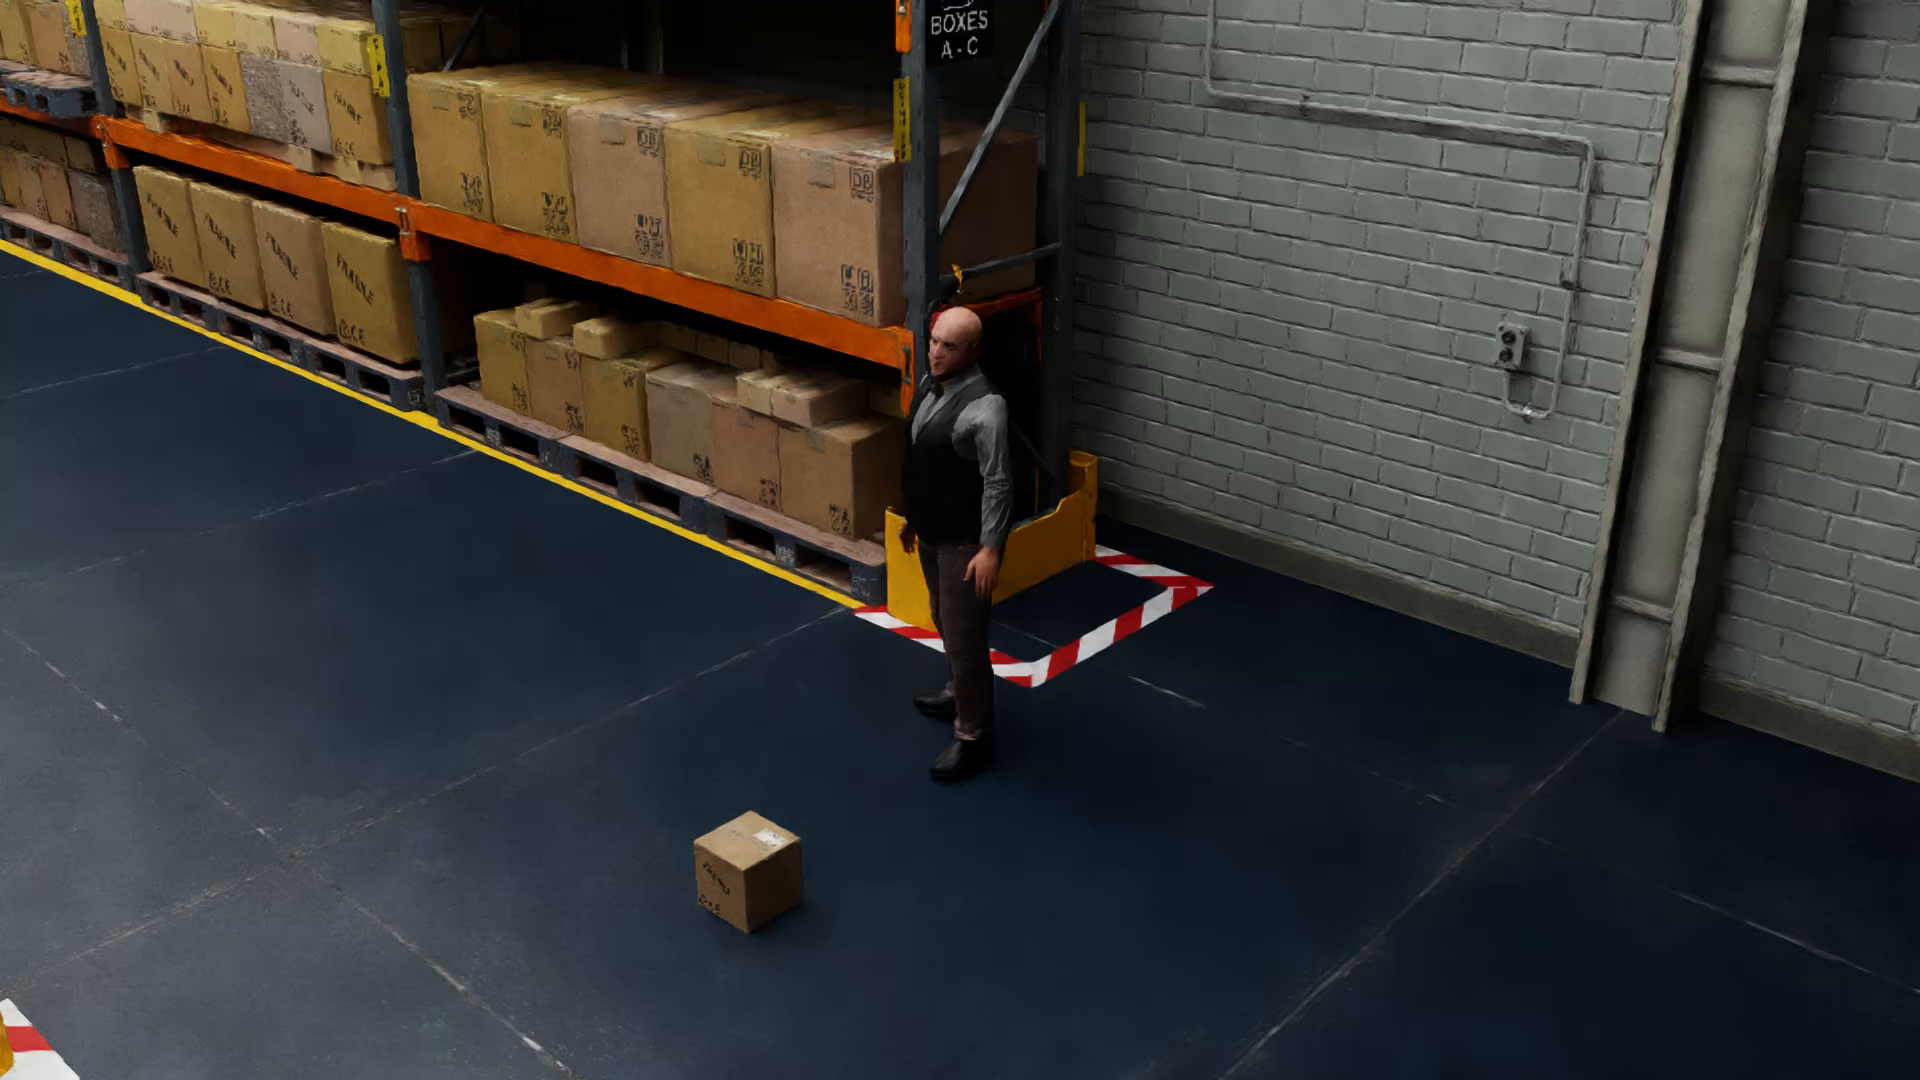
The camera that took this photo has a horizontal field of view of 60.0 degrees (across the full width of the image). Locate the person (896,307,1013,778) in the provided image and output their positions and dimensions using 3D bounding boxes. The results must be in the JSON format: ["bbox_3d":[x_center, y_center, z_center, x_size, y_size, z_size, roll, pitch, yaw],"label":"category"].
[{"bbox_3d":[-0.026,-0.017,6.128,0.393,1.733,0.609,-10,26,-22],"label":"person"}]
